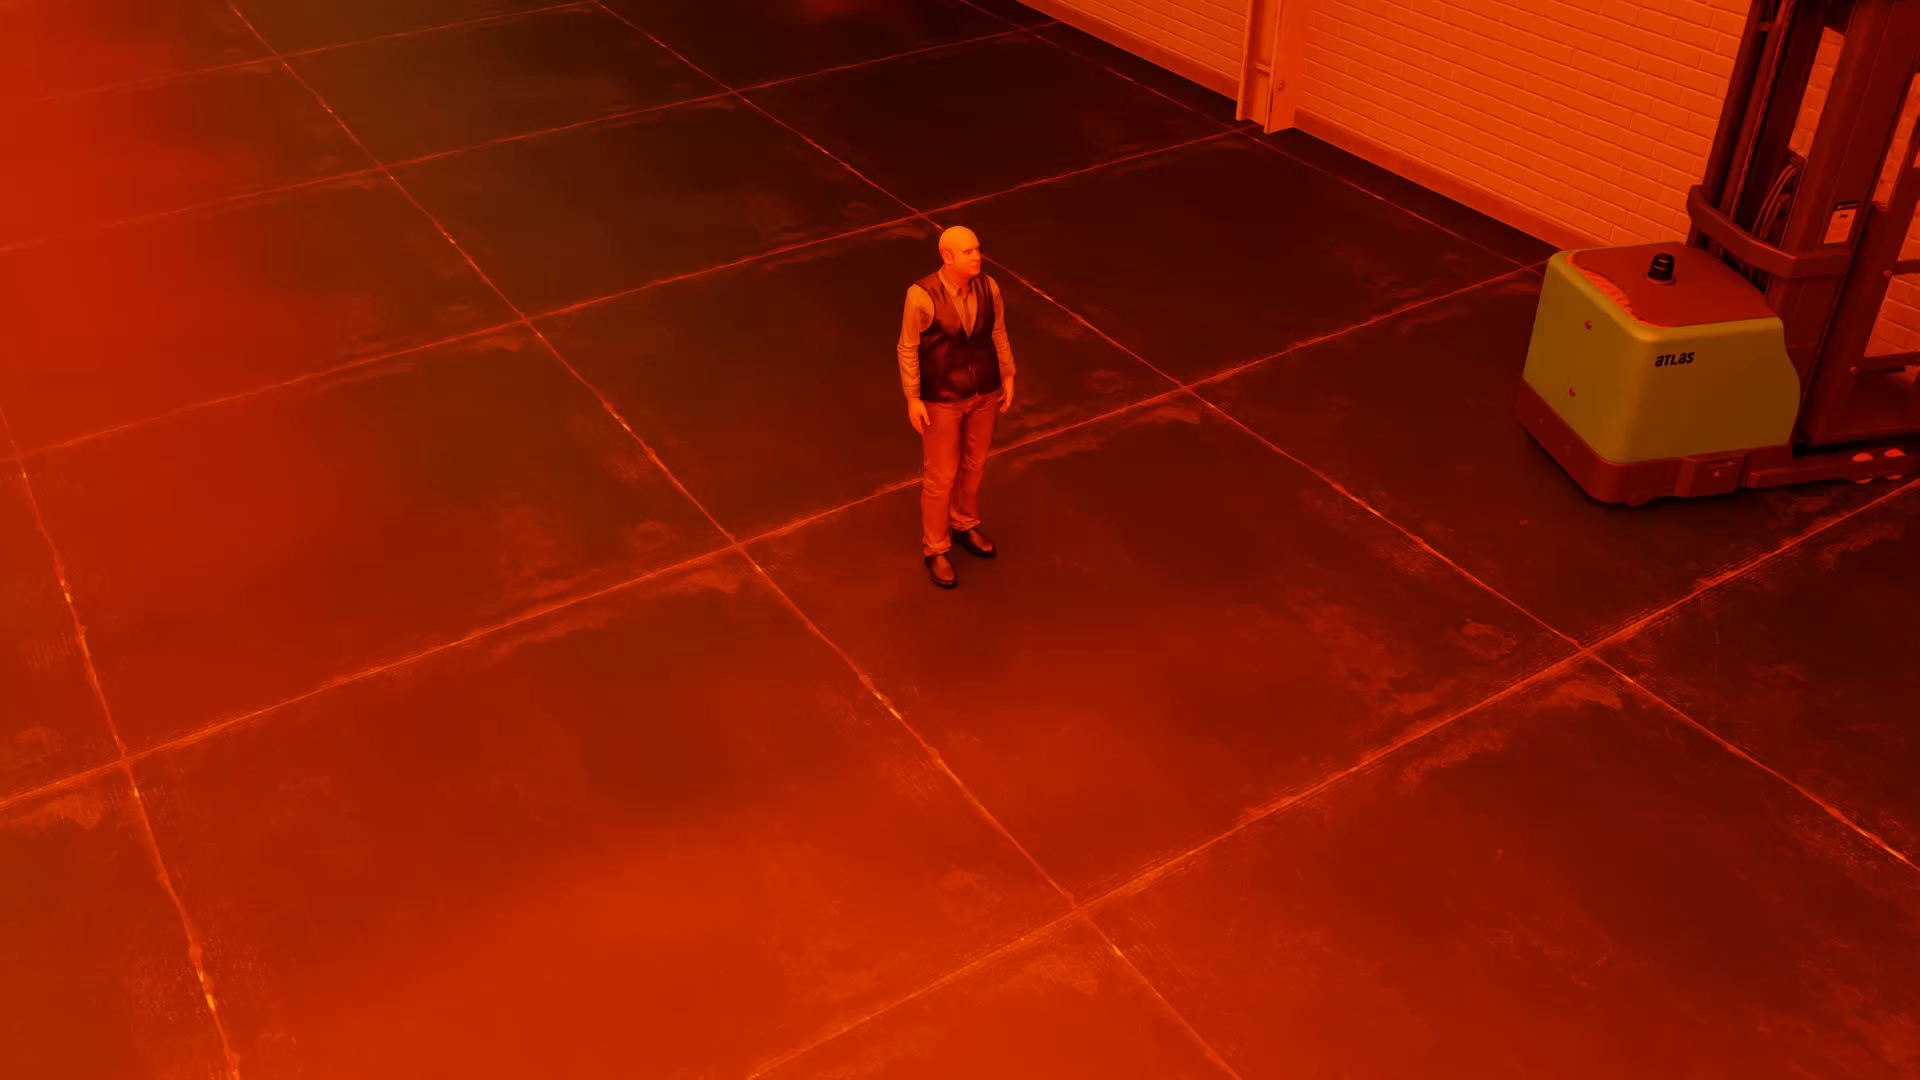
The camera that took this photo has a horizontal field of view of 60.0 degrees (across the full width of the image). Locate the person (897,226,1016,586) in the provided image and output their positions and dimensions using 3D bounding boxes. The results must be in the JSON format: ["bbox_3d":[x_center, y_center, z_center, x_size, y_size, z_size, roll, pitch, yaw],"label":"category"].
[{"bbox_3d":[0.028,-0.678,8.151,0.634,1.722,0.566,-21,40,-27],"label":"person"}]

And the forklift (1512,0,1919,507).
[{"bbox_3d":[4.762,-1.799,8.708,3.031,2.935,1.130,-7,36,-10],"label":"forklift"}]
